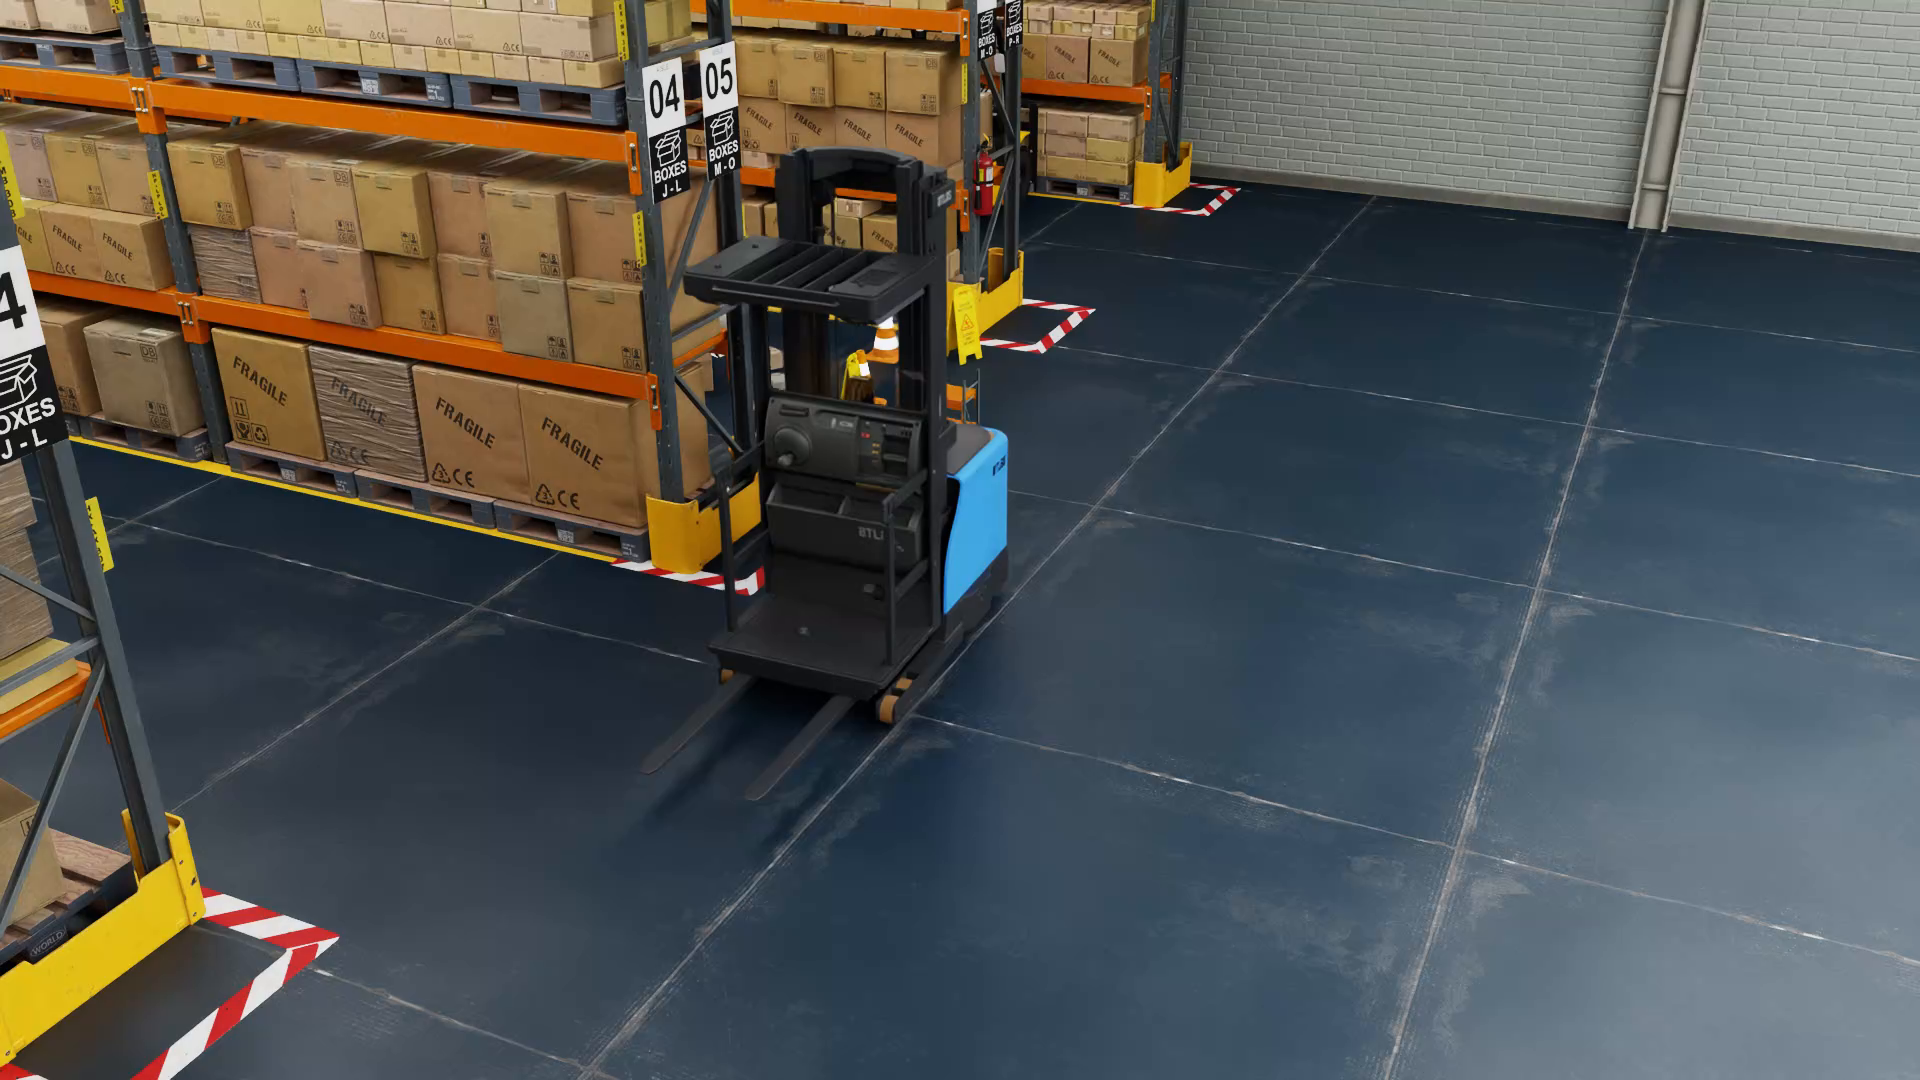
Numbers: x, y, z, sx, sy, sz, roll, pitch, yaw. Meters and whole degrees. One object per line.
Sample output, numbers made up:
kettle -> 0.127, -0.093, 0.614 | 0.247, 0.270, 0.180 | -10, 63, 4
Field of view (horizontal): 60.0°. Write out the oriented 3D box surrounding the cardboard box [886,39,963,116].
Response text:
cardboard box -> -0.268, -4.024, 14.445 | 0.500, 0.500, 0.700 | 11, 28, 21

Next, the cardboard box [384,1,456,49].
cardboard box -> -3.142, -3.189, 10.179 | 0.500, 0.250, 0.500 | 11, 28, 22

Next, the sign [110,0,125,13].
sign -> -5.527, -3.613, 10.854 | 0.005, 0.325, 0.100 | 11, 28, 22

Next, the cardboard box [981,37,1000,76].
cardboard box -> 0.385, -5.697, 19.312 | 0.500, 0.500, 0.500 | 12, 28, 22

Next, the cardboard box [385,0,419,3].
cardboard box -> -3.274, -3.364, 10.084 | 0.250, 0.149, 0.380 | 11, 28, 21

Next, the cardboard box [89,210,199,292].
cardboard box -> -5.897, -2.147, 12.101 | 0.500, 0.500, 0.500 | 11, 28, 21

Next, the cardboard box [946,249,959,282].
cardboard box -> -0.332, -2.605, 15.782 | 0.500, 0.250, 0.500 | 11, 28, 21

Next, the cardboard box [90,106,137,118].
cardboard box -> -9.213, -4.577, 19.081 | 0.875, 0.875, 0.875 | 12, 29, 23

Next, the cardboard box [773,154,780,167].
cardboard box -> -1.525, -3.548, 15.345 | 0.250, 0.149, 0.380 | 11, 28, 22

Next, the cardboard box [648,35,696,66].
cardboard box -> -1.849, -3.040, 10.329 | 0.250, 0.149, 0.380 | 12, 28, 22

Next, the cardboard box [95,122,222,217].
cardboard box -> -5.765, -2.696, 12.084 | 0.500, 0.500, 0.700 | 11, 28, 21

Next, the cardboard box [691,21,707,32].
cardboard box -> -2.587, -4.480, 15.371 | 0.500, 0.500, 0.700 | 12, 28, 22

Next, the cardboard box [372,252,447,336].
cardboard box -> -3.493, -1.824, 11.390 | 0.500, 0.550, 0.875 | 11, 28, 22

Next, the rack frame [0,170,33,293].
rack frame -> -3.815, -2.098, 5.324 | 0.127, 3.000, 1.000 | 11, 28, 22

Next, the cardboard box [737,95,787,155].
cardboard box -> -1.682, -3.845, 15.213 | 0.500, 0.500, 0.500 | 12, 29, 22

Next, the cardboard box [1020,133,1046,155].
cardboard box -> 0.835, -4.712, 19.497 | 0.500, 0.250, 0.500 | 11, 28, 21

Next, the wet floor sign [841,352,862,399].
wet floor sign -> -0.824, -1.117, 12.788 | 0.232, 0.644, 0.267 | 6, 27, 13

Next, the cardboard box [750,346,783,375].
cardboard box -> -1.741, -1.540, 14.209 | 0.380, 0.149, 0.250 | -18, 31, -31

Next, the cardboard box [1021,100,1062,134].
cardboard box -> 0.860, -4.929, 19.371 | 0.500, 0.250, 0.500 | 12, 29, 22

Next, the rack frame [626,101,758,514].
rack frame -> -1.670, -1.382, 10.662 | 0.127, 3.000, 1.000 | 11, 28, 22

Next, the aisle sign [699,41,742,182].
aisle sign -> -1.481, -2.656, 10.307 | 0.004, 0.787, 0.394 | 11, 28, 22

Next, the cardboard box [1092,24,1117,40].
cardboard box -> 1.662, -5.709, 18.603 | 0.250, 0.149, 0.380 | 12, 29, 23

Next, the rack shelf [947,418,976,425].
rack shelf -> -0.151, -0.709, 10.977 | 0.480, 0.148, 0.258 | 11, 28, 22

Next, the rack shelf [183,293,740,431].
rack shelf -> -3.490, -1.425, 11.564 | 4.000, 0.370, 1.077 | 11, 28, 22

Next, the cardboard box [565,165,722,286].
cardboard box -> -1.991, -2.018, 10.560 | 0.550, 0.550, 0.875 | 11, 28, 22

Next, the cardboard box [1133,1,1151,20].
cardboard box -> 2.121, -6.004, 18.865 | 0.250, 0.149, 0.380 | 11, 28, 21

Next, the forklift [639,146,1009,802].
forklift -> -0.728, -0.508, 8.963 | 1.130, 2.935, 3.031 | 10, 28, 20

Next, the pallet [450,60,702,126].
pallet -> -2.349, -2.820, 10.286 | 1.213, 0.211, 1.003 | 11, 28, 22

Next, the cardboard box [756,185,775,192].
cardboard box -> -1.775, -3.229, 16.200 | 0.500, 0.500, 0.500 | 13, 29, 24

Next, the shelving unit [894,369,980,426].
shelving unit -> -0.151, -0.569, 11.046 | 0.503, 1.200, 0.258 | 11, 28, 22

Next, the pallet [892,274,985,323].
pallet -> -0.507, -2.317, 15.717 | 1.213, 0.211, 1.003 | 11, 28, 22

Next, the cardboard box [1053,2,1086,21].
cardboard box -> 1.243, -5.983, 18.822 | 0.250, 0.149, 0.380 | 12, 28, 22

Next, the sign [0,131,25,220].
sign -> -3.590, -1.363, 6.236 | 0.005, 0.325, 0.100 | 11, 28, 22

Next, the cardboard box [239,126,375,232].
cardboard box -> -4.440, -2.530, 11.601 | 0.550, 0.550, 0.875 | 11, 28, 22

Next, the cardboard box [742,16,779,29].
cardboard box -> -2.327, -6.354, 20.364 | 0.500, 0.250, 0.500 | 11, 28, 20

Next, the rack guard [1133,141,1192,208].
rack guard -> 2.361, -4.262, 19.341 | 0.348, 0.500, 1.175 | 11, 28, 22

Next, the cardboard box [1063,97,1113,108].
cardboard box -> 1.523, -5.045, 19.607 | 0.500, 0.250, 0.500 | 11, 28, 22

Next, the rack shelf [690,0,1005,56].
rack shelf -> -1.533, -4.780, 14.981 | 4.000, 0.370, 1.077 | 11, 28, 22

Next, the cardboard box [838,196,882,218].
cardboard box -> -0.912, -3.055, 15.114 | 0.250, 0.149, 0.380 | 12, 29, 23

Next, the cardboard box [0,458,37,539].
cardboard box -> -4.203, -0.244, 6.767 | 0.500, 0.500, 0.500 | 11, 28, 22

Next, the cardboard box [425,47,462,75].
cardboard box -> -3.039, -2.959, 10.165 | 0.250, 0.149, 0.380 | 11, 28, 21

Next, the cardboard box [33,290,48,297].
cardboard box -> -7.638, -1.718, 13.416 | 0.750, 0.750, 1.050 | 12, 29, 23

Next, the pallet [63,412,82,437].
pallet -> -7.159, -1.196, 13.440 | 1.213, 0.211, 1.003 | 11, 28, 22

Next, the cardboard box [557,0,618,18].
cardboard box -> -2.117, -3.132, 9.612 | 0.250, 0.149, 0.380 | 12, 29, 22

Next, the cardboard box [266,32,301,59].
cardboard box -> -4.193, -3.192, 10.636 | 0.250, 0.149, 0.380 | 11, 28, 21

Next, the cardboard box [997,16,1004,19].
cardboard box -> 0.539, -5.981, 19.155 | 0.250, 0.149, 0.380 | 11, 28, 21

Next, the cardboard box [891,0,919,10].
cardboard box -> -0.393, -4.609, 14.105 | 0.250, 0.149, 0.380 | 12, 28, 22

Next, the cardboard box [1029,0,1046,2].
cardboard box -> 0.983, -6.285, 19.436 | 0.250, 0.149, 0.380 | 11, 28, 21

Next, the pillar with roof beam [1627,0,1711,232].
pillar with roof beam -> 5.758, -5.741, 12.723 | 0.400, 9.000, 9.100 | 11, 28, 22
